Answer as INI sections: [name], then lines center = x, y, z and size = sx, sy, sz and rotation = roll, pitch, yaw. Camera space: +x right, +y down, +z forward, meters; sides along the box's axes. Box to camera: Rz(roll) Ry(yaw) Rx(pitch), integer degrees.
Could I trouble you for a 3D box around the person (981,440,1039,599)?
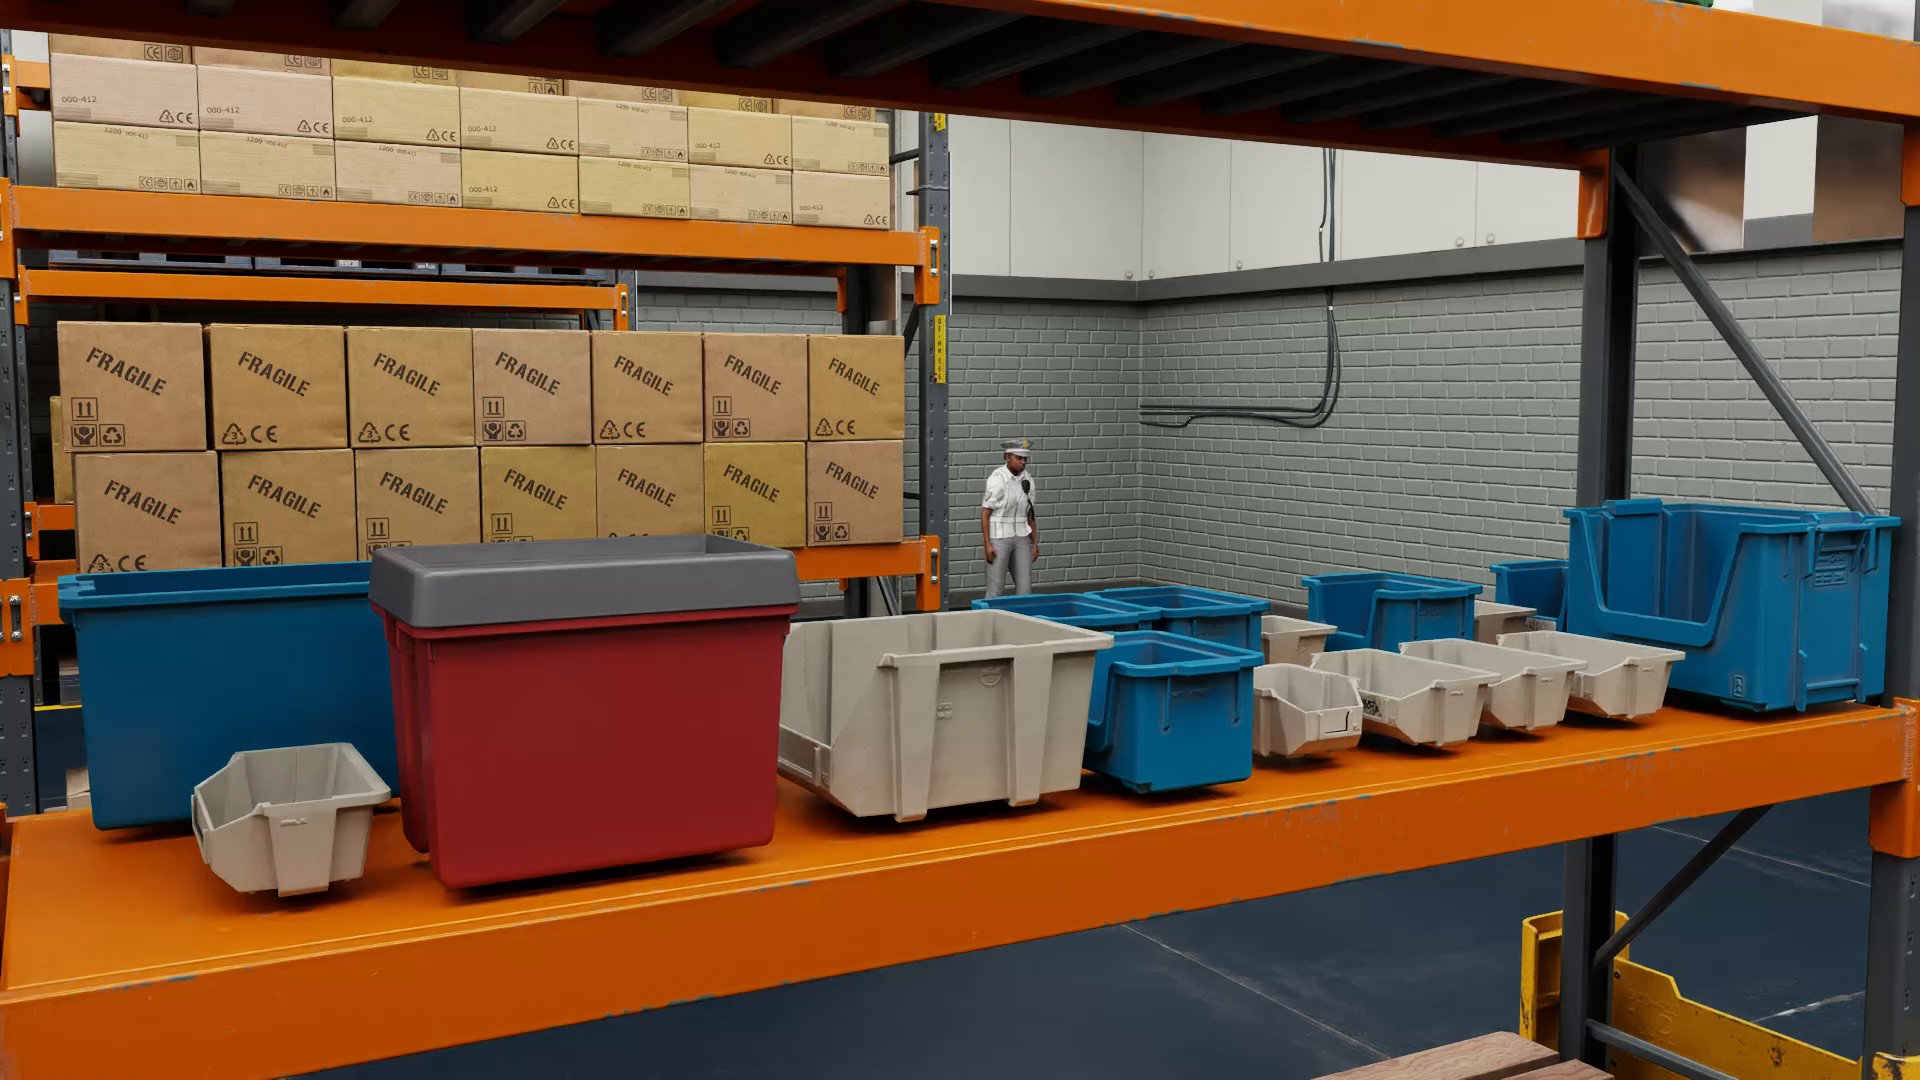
[person]
center = 0.391, 0.041, 13.062
size = 0.525, 1.657, 0.418
rotation = -3, 6, -31
